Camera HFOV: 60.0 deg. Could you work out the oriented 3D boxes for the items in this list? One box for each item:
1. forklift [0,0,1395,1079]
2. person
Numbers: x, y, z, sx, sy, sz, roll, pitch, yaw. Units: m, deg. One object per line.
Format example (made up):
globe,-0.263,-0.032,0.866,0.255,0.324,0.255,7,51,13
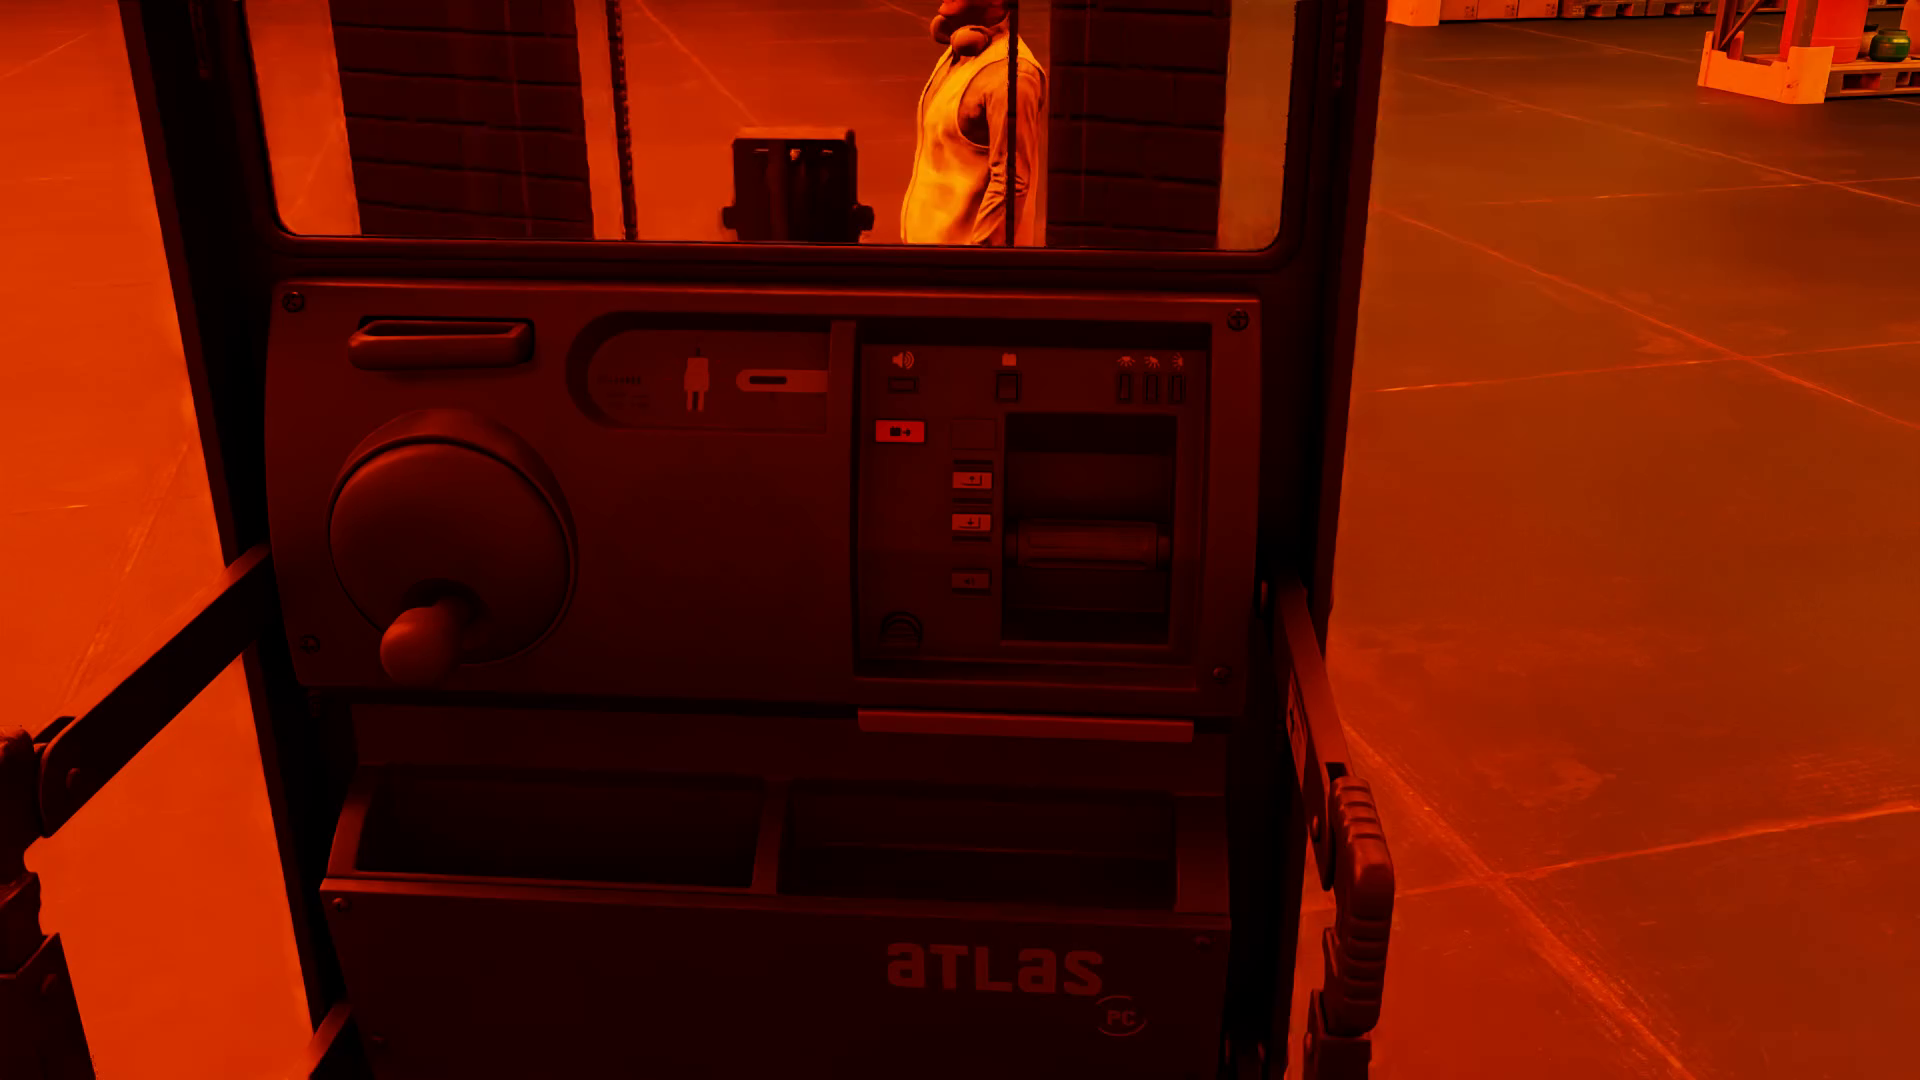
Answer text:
forklift,-0.203,-0.022,1.362,1.130,2.935,3.031,2,23,4
person,-0.063,-0.820,4.694,0.566,1.775,0.634,-6,24,-14
